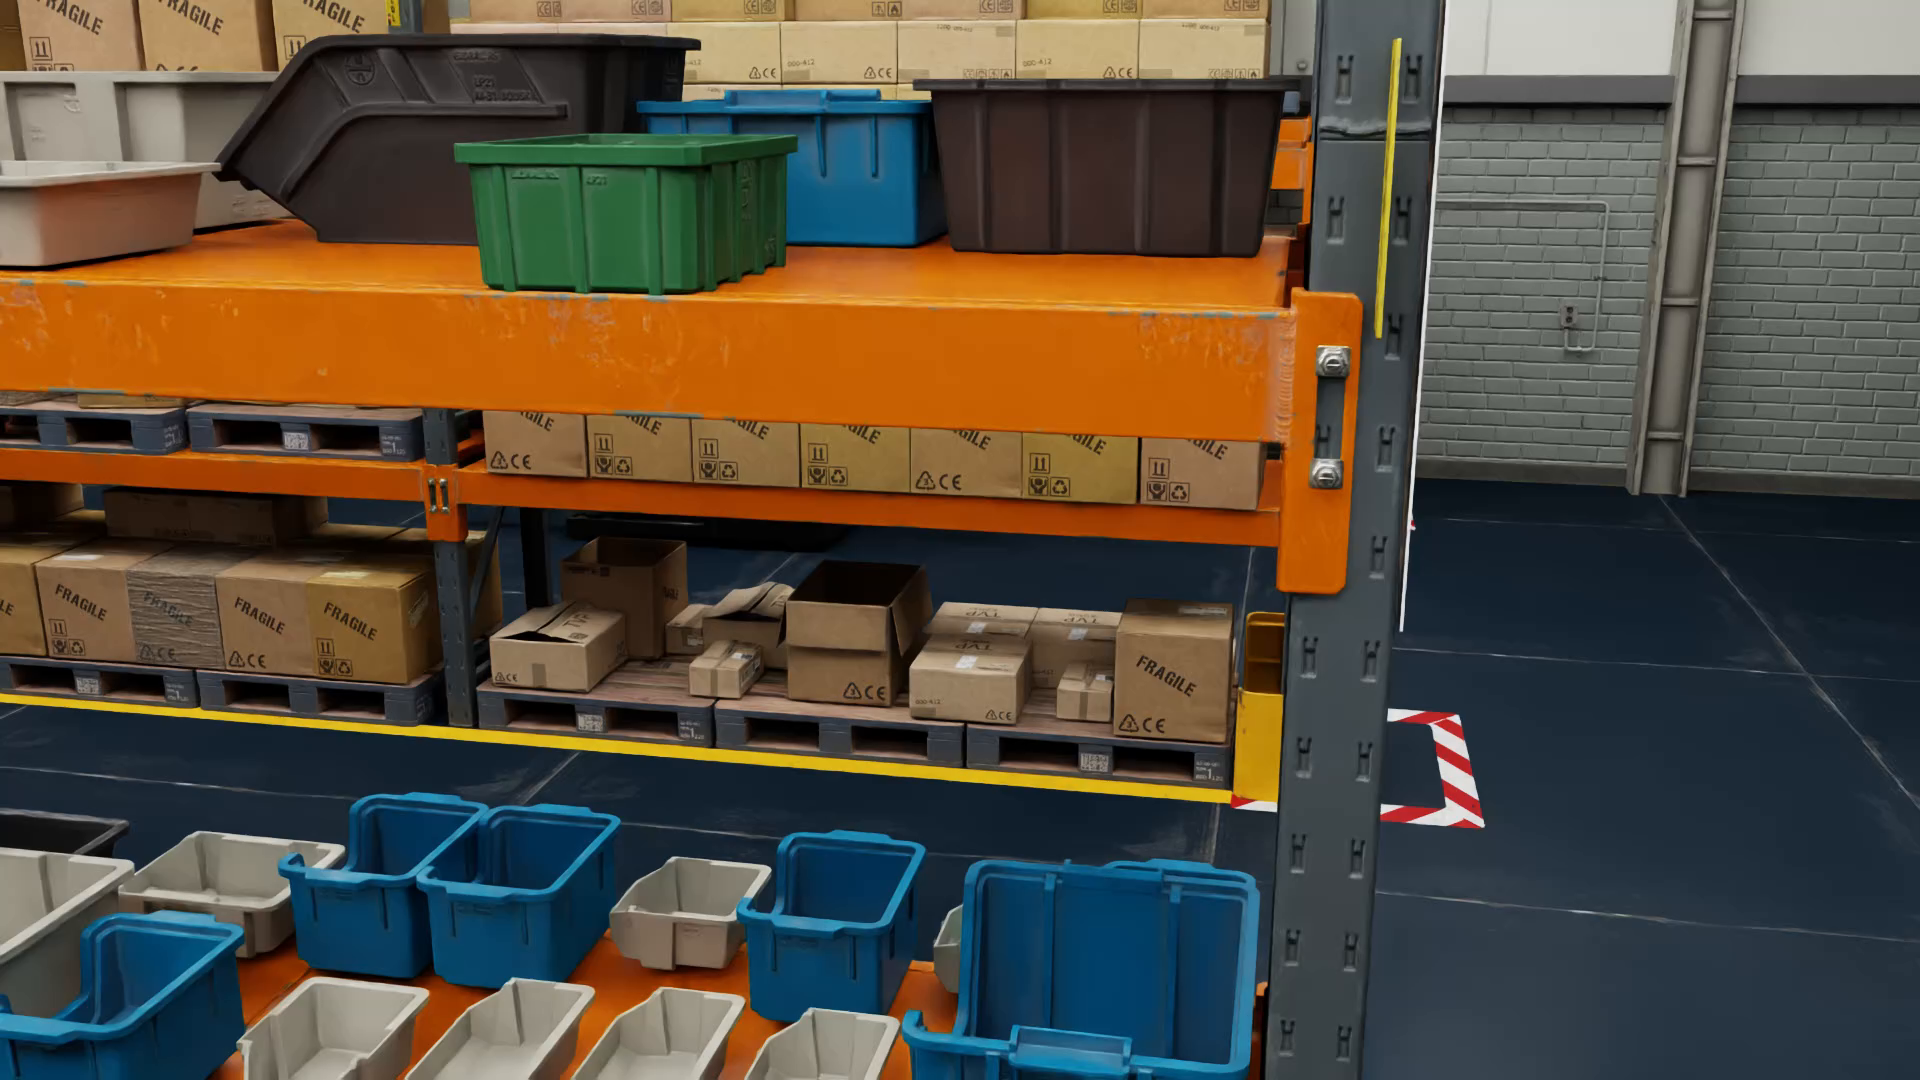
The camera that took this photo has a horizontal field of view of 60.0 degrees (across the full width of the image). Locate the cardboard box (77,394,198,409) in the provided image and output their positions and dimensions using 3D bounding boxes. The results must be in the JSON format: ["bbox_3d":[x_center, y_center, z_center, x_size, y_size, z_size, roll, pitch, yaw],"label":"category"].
[{"bbox_3d":[-4.097,-0.982,8.443,0.500,0.500,0.700,-1,16,-3],"label":"cardboard box"}]

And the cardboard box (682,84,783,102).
[{"bbox_3d":[-0.947,-1.881,7.327,0.500,0.250,0.500,3,16,11],"label":"cardboard box"}]

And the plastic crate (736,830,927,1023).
[{"bbox_3d":[-0.246,0.772,3.286,0.300,0.233,0.416,3,16,11],"label":"plastic crate"}]

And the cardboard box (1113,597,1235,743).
[{"bbox_3d":[0.985,0.588,7.610,0.500,0.500,0.500,3,16,11],"label":"cardboard box"}]

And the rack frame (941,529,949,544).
[{"bbox_3d":[-0.104,-0.584,11.352,0.006,1.200,0.240,3,16,11],"label":"rack frame"}]

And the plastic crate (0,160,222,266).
[{"bbox_3d":[-1.498,-0.509,2.584,0.530,0.136,0.437,3,16,11],"label":"plastic crate"}]

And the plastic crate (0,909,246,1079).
[{"bbox_3d":[-1.488,0.865,2.953,0.300,0.233,0.416,3,16,11],"label":"plastic crate"}]

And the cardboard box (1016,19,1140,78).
[{"bbox_3d":[0.522,-2.042,6.970,0.500,0.250,0.500,3,16,11],"label":"cardboard box"}]

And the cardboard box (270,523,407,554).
[{"bbox_3d":[-3.304,0.224,8.922,0.500,0.500,0.500,3,16,12],"label":"cardboard box"}]

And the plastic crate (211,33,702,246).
[{"bbox_3d":[-0.866,-0.714,2.947,0.767,0.338,0.504,3,16,11],"label":"plastic crate"}]

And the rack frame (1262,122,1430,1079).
[{"bbox_3d":[0.576,0.855,2.786,0.127,3.000,1.000,3,16,11],"label":"rack frame"}]

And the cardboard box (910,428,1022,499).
[{"bbox_3d":[0.077,-0.496,7.477,0.500,0.500,0.500,3,16,12],"label":"cardboard box"}]

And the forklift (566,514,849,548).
[{"bbox_3d":[-2.251,-1.539,11.556,3.031,2.935,1.130,3,16,11],"label":"forklift"}]

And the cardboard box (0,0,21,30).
[{"bbox_3d":[-4.847,-2.763,8.167,0.500,0.500,0.500,3,16,11],"label":"cardboard box"}]

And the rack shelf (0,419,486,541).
[{"bbox_3d":[-4.313,-0.413,8.712,4.000,0.370,1.077,3,16,11],"label":"rack shelf"}]

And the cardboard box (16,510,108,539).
[{"bbox_3d":[-4.803,0.142,9.217,0.500,0.500,0.500,3,16,9],"label":"cardboard box"}]

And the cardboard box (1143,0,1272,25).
[{"bbox_3d":[1.060,-2.439,7.000,0.500,0.500,0.700,3,16,11],"label":"cardboard box"}]

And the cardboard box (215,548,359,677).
[{"bbox_3d":[-3.377,0.359,8.434,0.500,0.500,0.500,3,16,11],"label":"cardboard box"}]

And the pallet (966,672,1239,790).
[{"bbox_3d":[0.711,0.857,8.003,1.213,0.211,1.003,3,16,11],"label":"pallet"}]

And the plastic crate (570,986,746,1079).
[{"bbox_3d":[-0.540,0.938,2.869,0.243,0.136,0.396,3,16,11],"label":"plastic crate"}]

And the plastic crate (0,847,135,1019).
[{"bbox_3d":[-1.884,0.800,3.095,0.530,0.282,0.437,3,16,11],"label":"plastic crate"}]

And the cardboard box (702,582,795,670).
[{"bbox_3d":[-1.003,0.426,8.546,0.500,0.311,0.500,3,16,11],"label":"cardboard box"}]

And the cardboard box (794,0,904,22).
[{"bbox_3d":[-0.396,-2.538,7.355,0.500,0.500,0.700,3,16,11],"label":"cardboard box"}]

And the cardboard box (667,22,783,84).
[{"bbox_3d":[-0.948,-2.121,7.255,0.500,0.250,0.500,3,16,11],"label":"cardboard box"}]

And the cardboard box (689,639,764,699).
[{"bbox_3d":[-1.135,0.622,8.110,0.250,0.166,0.380,3,16,11],"label":"cardboard box"}]

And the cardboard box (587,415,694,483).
[{"bbox_3d":[-1.406,-0.577,7.768,0.500,0.500,0.500,3,16,12],"label":"cardboard box"}]

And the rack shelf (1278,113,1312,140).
[{"bbox_3d":[0.590,-2.942,12.222,4.000,0.370,1.077,3,16,11],"label":"rack shelf"}]

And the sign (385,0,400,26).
[{"bbox_3d":[-2.460,-2.393,7.185,0.005,0.325,0.100,3,16,11],"label":"sign"}]

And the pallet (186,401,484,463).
[{"bbox_3d":[-3.114,-0.632,8.514,1.213,0.211,1.003,3,16,11],"label":"pallet"}]

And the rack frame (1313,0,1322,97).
[{"bbox_3d":[1.567,-3.332,6.663,0.127,3.000,1.000,3,16,11],"label":"rack frame"}]

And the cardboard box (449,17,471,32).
[{"bbox_3d":[-3.734,-3.810,12.997,0.500,0.500,0.700,4,16,14],"label":"cardboard box"}]

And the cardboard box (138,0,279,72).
[{"bbox_3d":[-3.492,-2.473,8.022,0.600,0.600,0.600,3,16,10],"label":"cardboard box"}]

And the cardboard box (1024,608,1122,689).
[{"bbox_3d":[0.600,0.543,8.240,0.500,0.250,0.500,3,16,11],"label":"cardboard box"}]

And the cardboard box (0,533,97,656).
[{"bbox_3d":[-4.879,0.280,8.721,0.500,0.500,0.500,3,16,10],"label":"cardboard box"}]

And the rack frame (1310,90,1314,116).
[{"bbox_3d":[2.550,-1.737,12.143,0.127,3.000,1.000,3,16,11],"label":"rack frame"}]

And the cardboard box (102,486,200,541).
[{"bbox_3d":[-4.250,-0.191,9.018,0.500,0.250,0.500,3,16,10],"label":"cardboard box"}]

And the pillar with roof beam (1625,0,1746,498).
[{"bbox_3d":[4.510,-3.584,7.574,0.400,9.000,9.100,3,16,11],"label":"pillar with roof beam"}]

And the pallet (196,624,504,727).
[{"bbox_3d":[-3.158,0.657,8.725,1.213,0.211,1.003,3,16,11],"label":"pallet"}]

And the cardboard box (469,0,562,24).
[{"bbox_3d":[-1.869,-2.613,7.627,0.500,0.500,0.700,3,16,11],"label":"cardboard box"}]

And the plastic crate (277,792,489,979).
[{"bbox_3d":[-1.185,0.721,3.470,0.300,0.233,0.416,3,16,11],"label":"plastic crate"}]

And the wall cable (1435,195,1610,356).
[{"bbox_3d":[3.993,-2.406,12.654,1.851,1.984,0.084,3,16,11],"label":"wall cable"}]

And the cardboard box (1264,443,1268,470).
[{"bbox_3d":[1.184,-0.581,7.785,0.500,0.500,0.500,3,16,12],"label":"cardboard box"}]

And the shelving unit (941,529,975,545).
[{"bbox_3d":[-0.014,-0.579,11.335,0.189,1.200,0.258,3,16,11],"label":"shelving unit"}]
